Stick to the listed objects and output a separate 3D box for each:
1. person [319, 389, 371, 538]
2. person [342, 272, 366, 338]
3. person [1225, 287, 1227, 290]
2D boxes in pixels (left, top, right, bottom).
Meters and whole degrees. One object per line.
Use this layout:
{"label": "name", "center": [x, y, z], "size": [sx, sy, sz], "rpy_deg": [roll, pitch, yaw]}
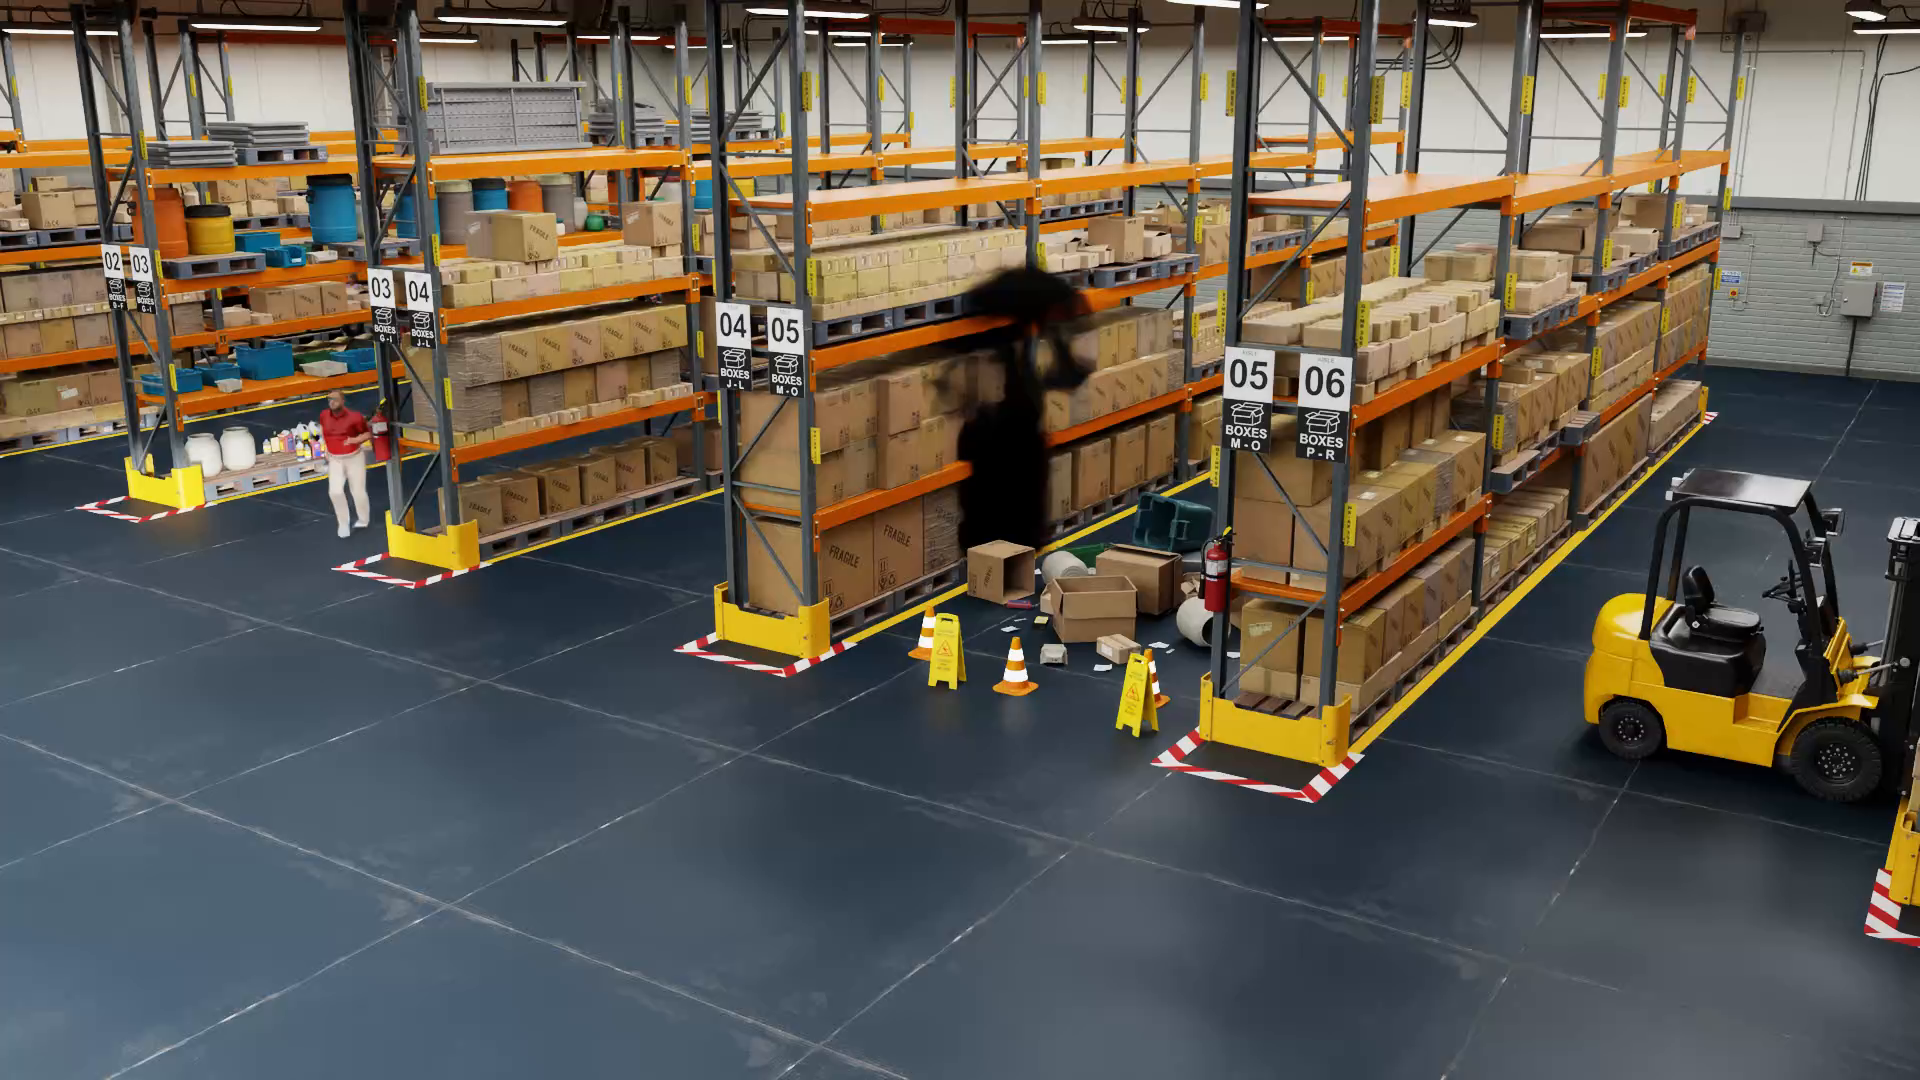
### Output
{"label": "person", "center": [-7.117, -0.871, 19.247], "size": [0.656, 1.776, 0.814], "rpy_deg": [0, 16, -1]}
{"label": "person", "center": [-11.608, -4.343, 31.836], "size": [0.506, 1.592, 0.650], "rpy_deg": [4, 16, 15]}
{"label": "person", "center": [4.655, -3.550, 28.728], "size": [0.655, 1.774, 0.845], "rpy_deg": [10, 18, 32]}
